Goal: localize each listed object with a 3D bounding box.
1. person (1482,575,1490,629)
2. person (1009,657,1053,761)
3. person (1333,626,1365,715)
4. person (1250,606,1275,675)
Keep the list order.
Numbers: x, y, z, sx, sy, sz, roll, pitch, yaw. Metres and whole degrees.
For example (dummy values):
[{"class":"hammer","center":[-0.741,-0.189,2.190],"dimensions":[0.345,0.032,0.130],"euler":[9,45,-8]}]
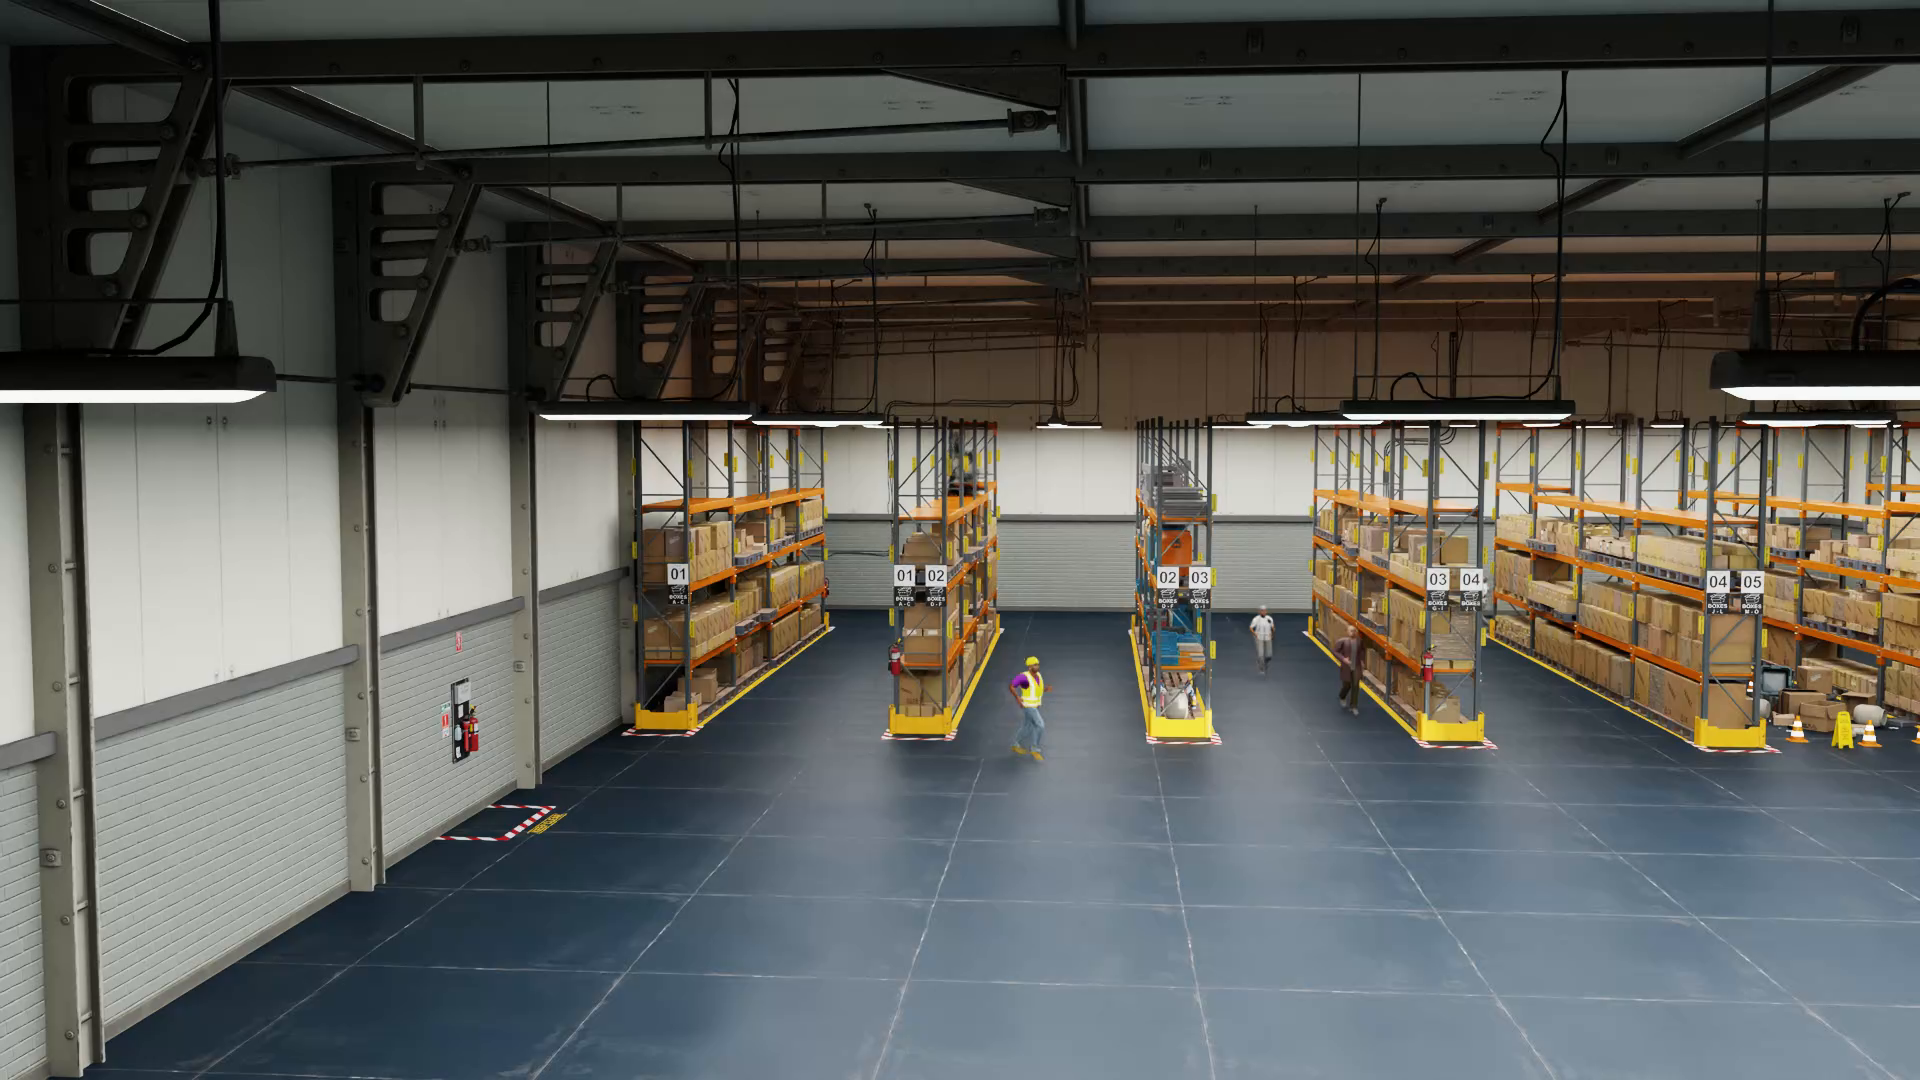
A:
[{"class":"person","center":[14.840,1.797,47.628],"dimensions":[0.759,1.648,0.705],"euler":[1,4,16]},{"class":"person","center":[1.250,2.952,29.158],"dimensions":[0.771,1.836,0.661],"euler":[2,4,29]},{"class":"person","center":[7.947,2.627,33.908],"dimensions":[0.703,1.779,0.959],"euler":[0,4,-2]},{"class":"person","center":[7.145,2.352,39.249],"dimensions":[0.605,1.615,0.558],"euler":[0,4,-1]}]
